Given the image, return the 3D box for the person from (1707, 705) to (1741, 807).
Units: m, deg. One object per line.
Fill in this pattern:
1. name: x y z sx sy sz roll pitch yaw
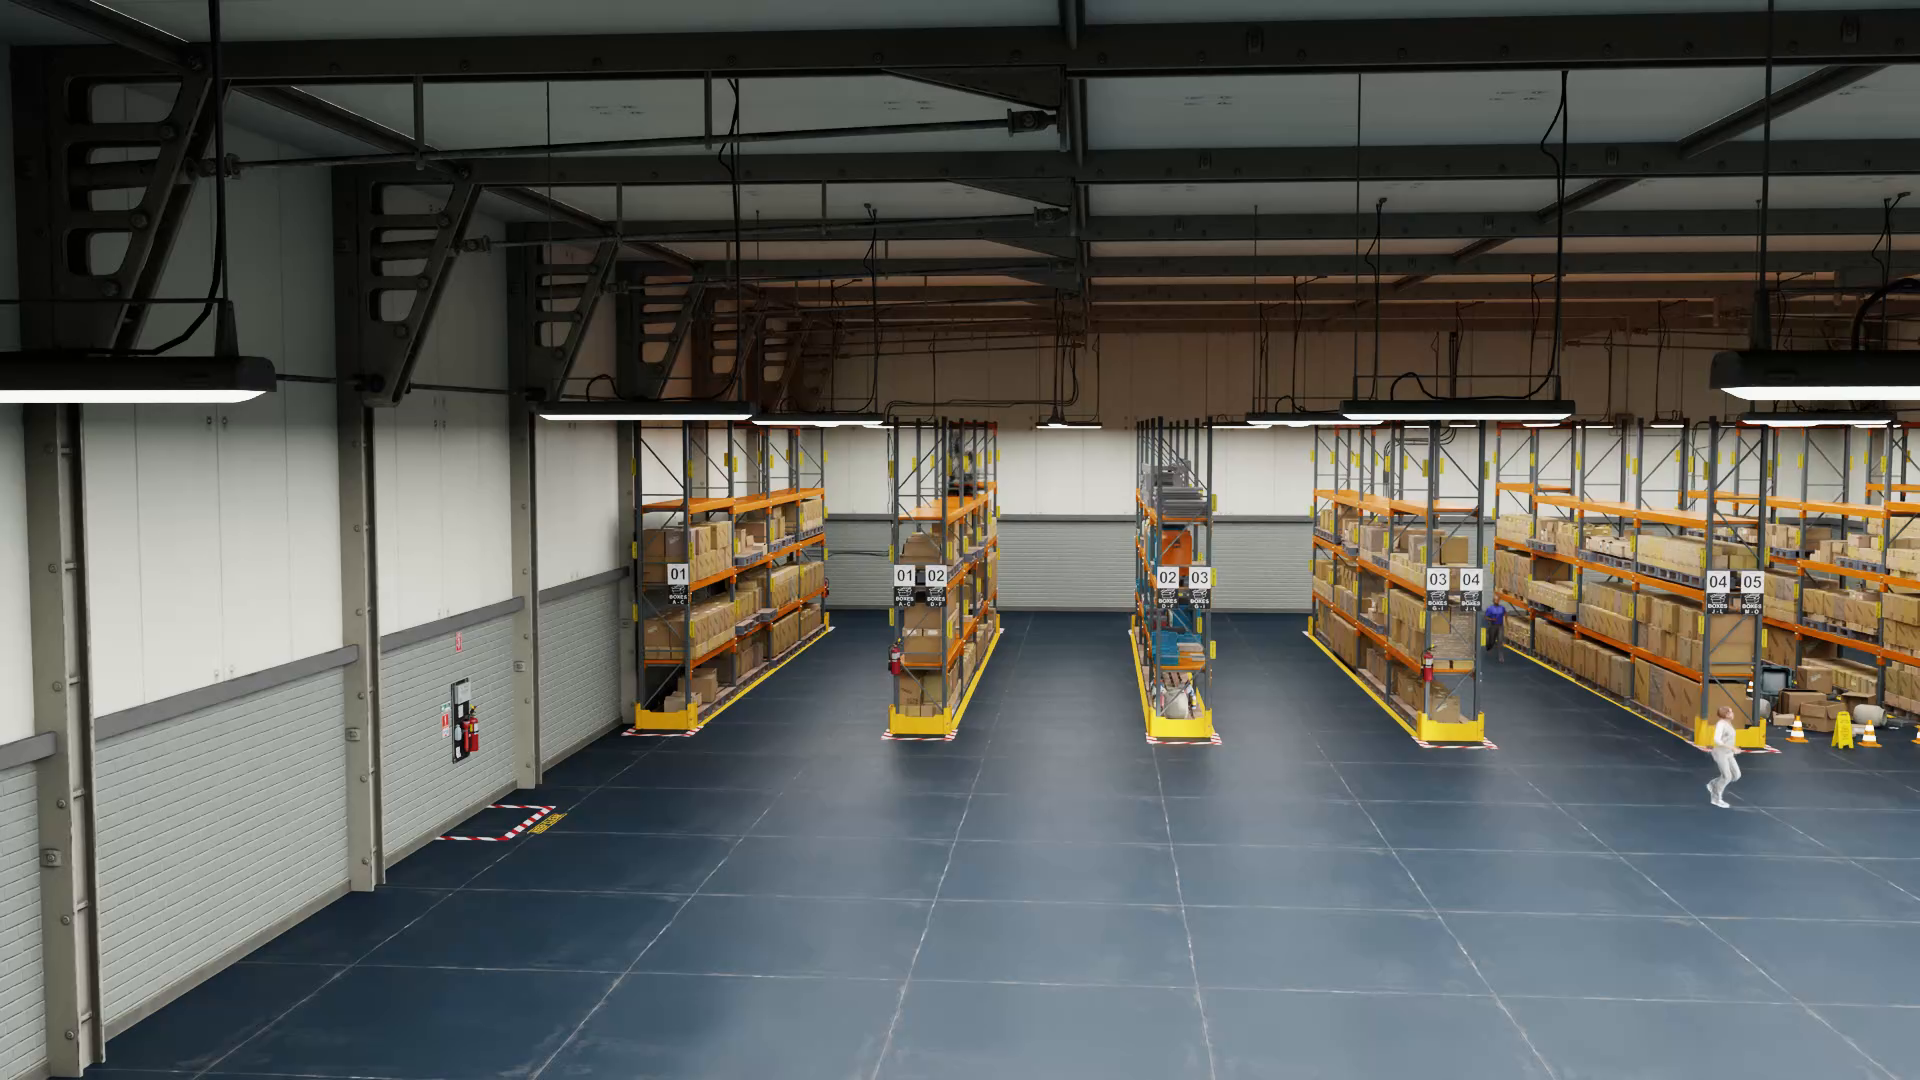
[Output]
1. person: 11.635 3.290 25.324 0.530 1.565 0.543 3 5 41

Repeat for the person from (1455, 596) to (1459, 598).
1. person: 13.516 1.882 45.580 0.665 1.807 0.788 1 4 9

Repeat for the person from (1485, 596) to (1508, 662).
1. person: 13.328 2.180 41.273 0.594 1.598 1.044 0 4 4
